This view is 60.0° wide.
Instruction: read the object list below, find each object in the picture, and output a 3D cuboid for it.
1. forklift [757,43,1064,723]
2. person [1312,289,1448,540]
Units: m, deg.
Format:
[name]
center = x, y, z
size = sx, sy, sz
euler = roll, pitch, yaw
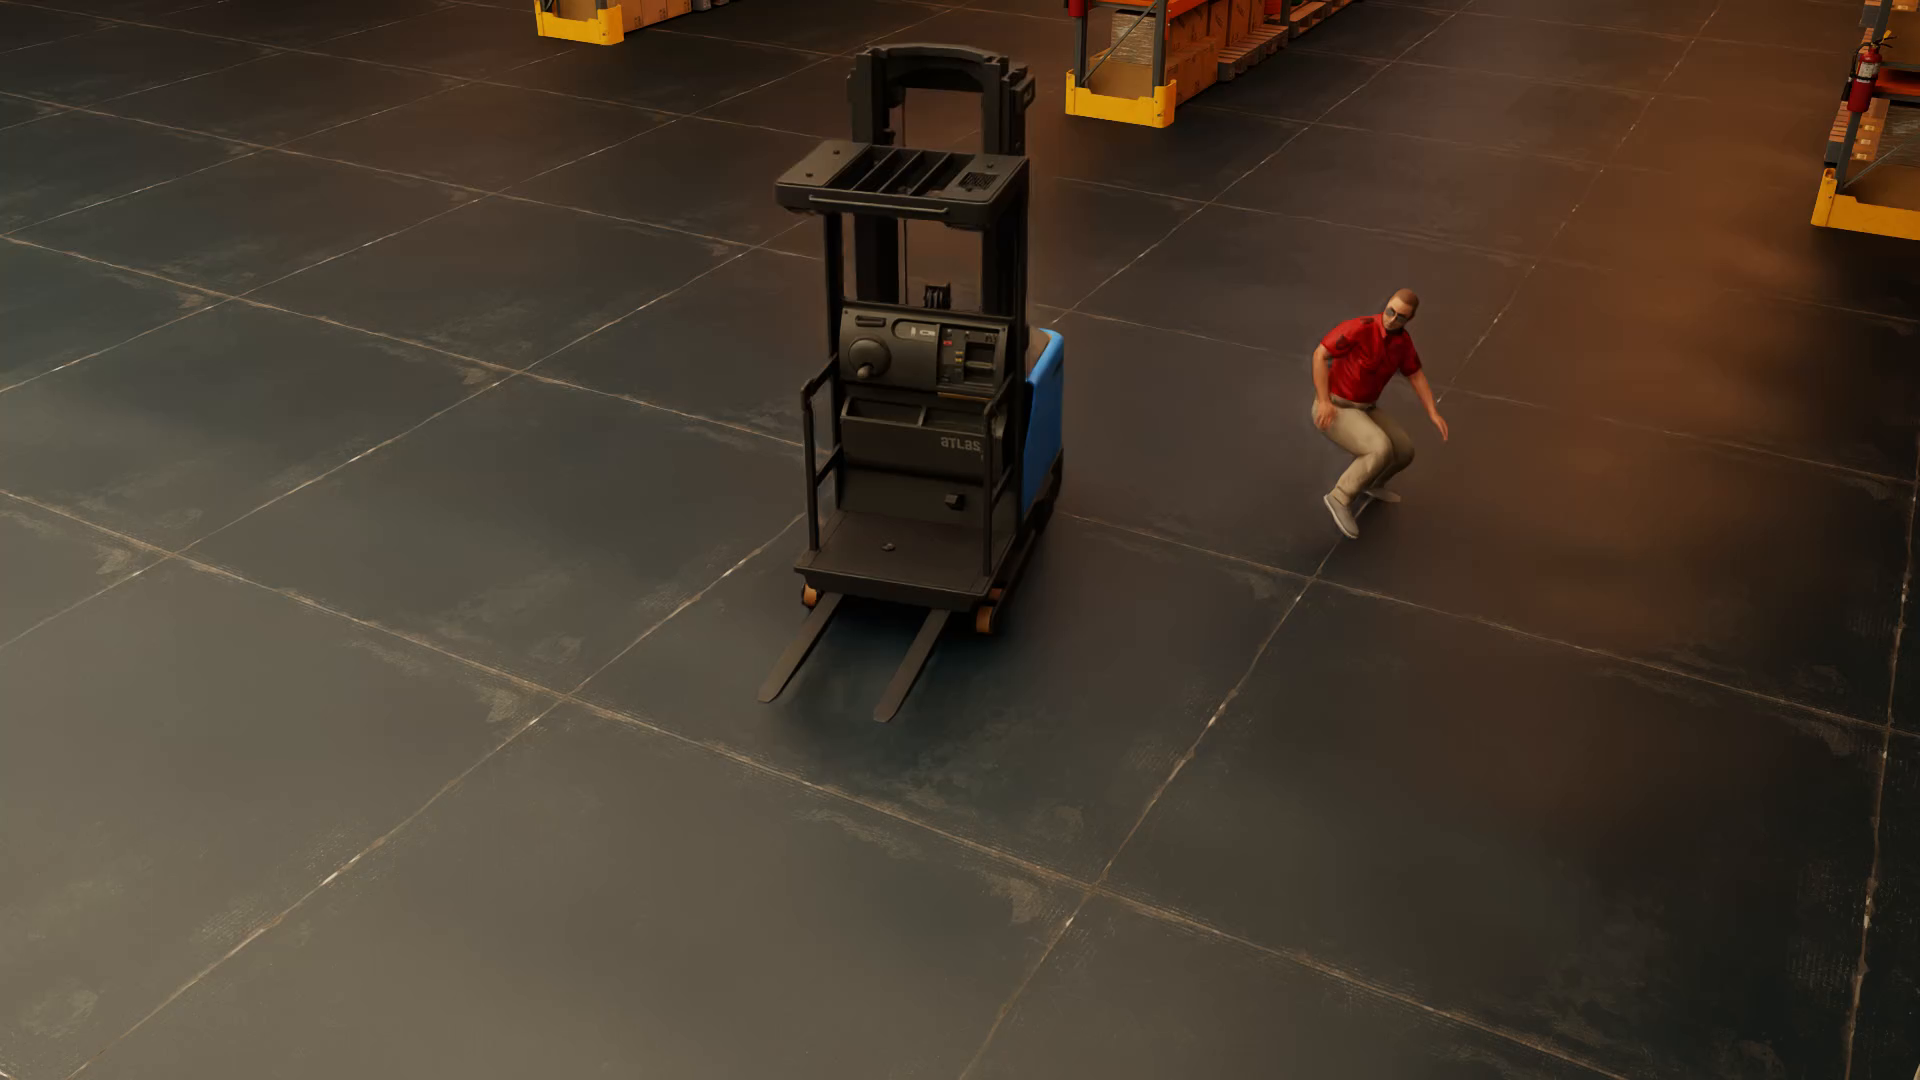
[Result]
[forklift]
center = -0.256, -0.967, 8.747
size = 1.130, 2.935, 3.031
euler = 8, 31, 14
[person]
center = 2.469, -0.766, 9.902
size = 0.794, 1.505, 0.669
euler = -25, 38, -36
